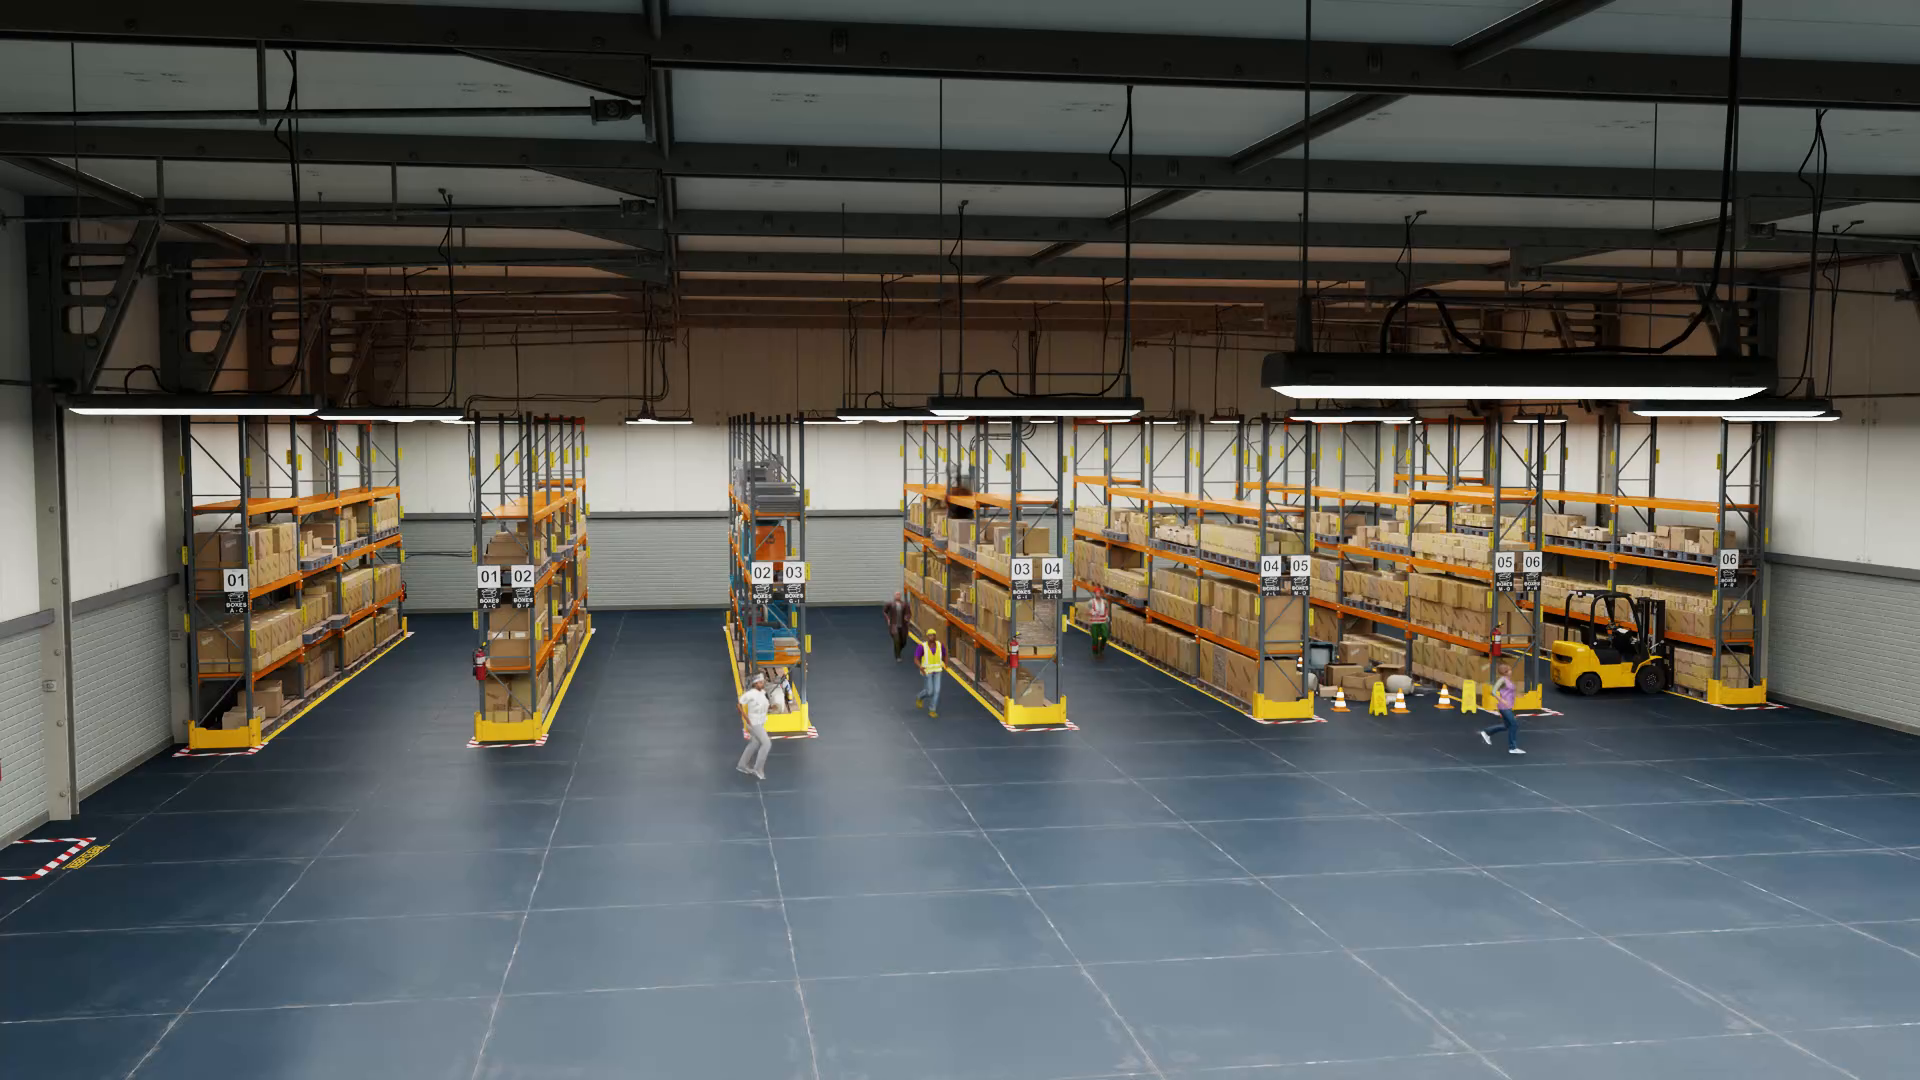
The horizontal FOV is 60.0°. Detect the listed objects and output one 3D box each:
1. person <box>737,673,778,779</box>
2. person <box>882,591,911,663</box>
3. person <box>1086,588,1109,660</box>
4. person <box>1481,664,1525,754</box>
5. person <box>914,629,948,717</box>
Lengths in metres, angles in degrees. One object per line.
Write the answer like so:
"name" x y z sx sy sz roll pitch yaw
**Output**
"person" -3.312 3.046 27.229 0.717 1.754 0.545 1 4 17
"person" -1.530 2.098 40.547 0.715 1.735 0.826 -1 4 -14
"person" 3.417 2.064 40.787 0.634 1.789 0.648 -1 4 -9
"person" 9.536 2.950 29.188 0.794 1.567 0.548 3 5 33
"person" -0.567 2.620 33.045 0.700 1.743 0.684 -1 4 -19
